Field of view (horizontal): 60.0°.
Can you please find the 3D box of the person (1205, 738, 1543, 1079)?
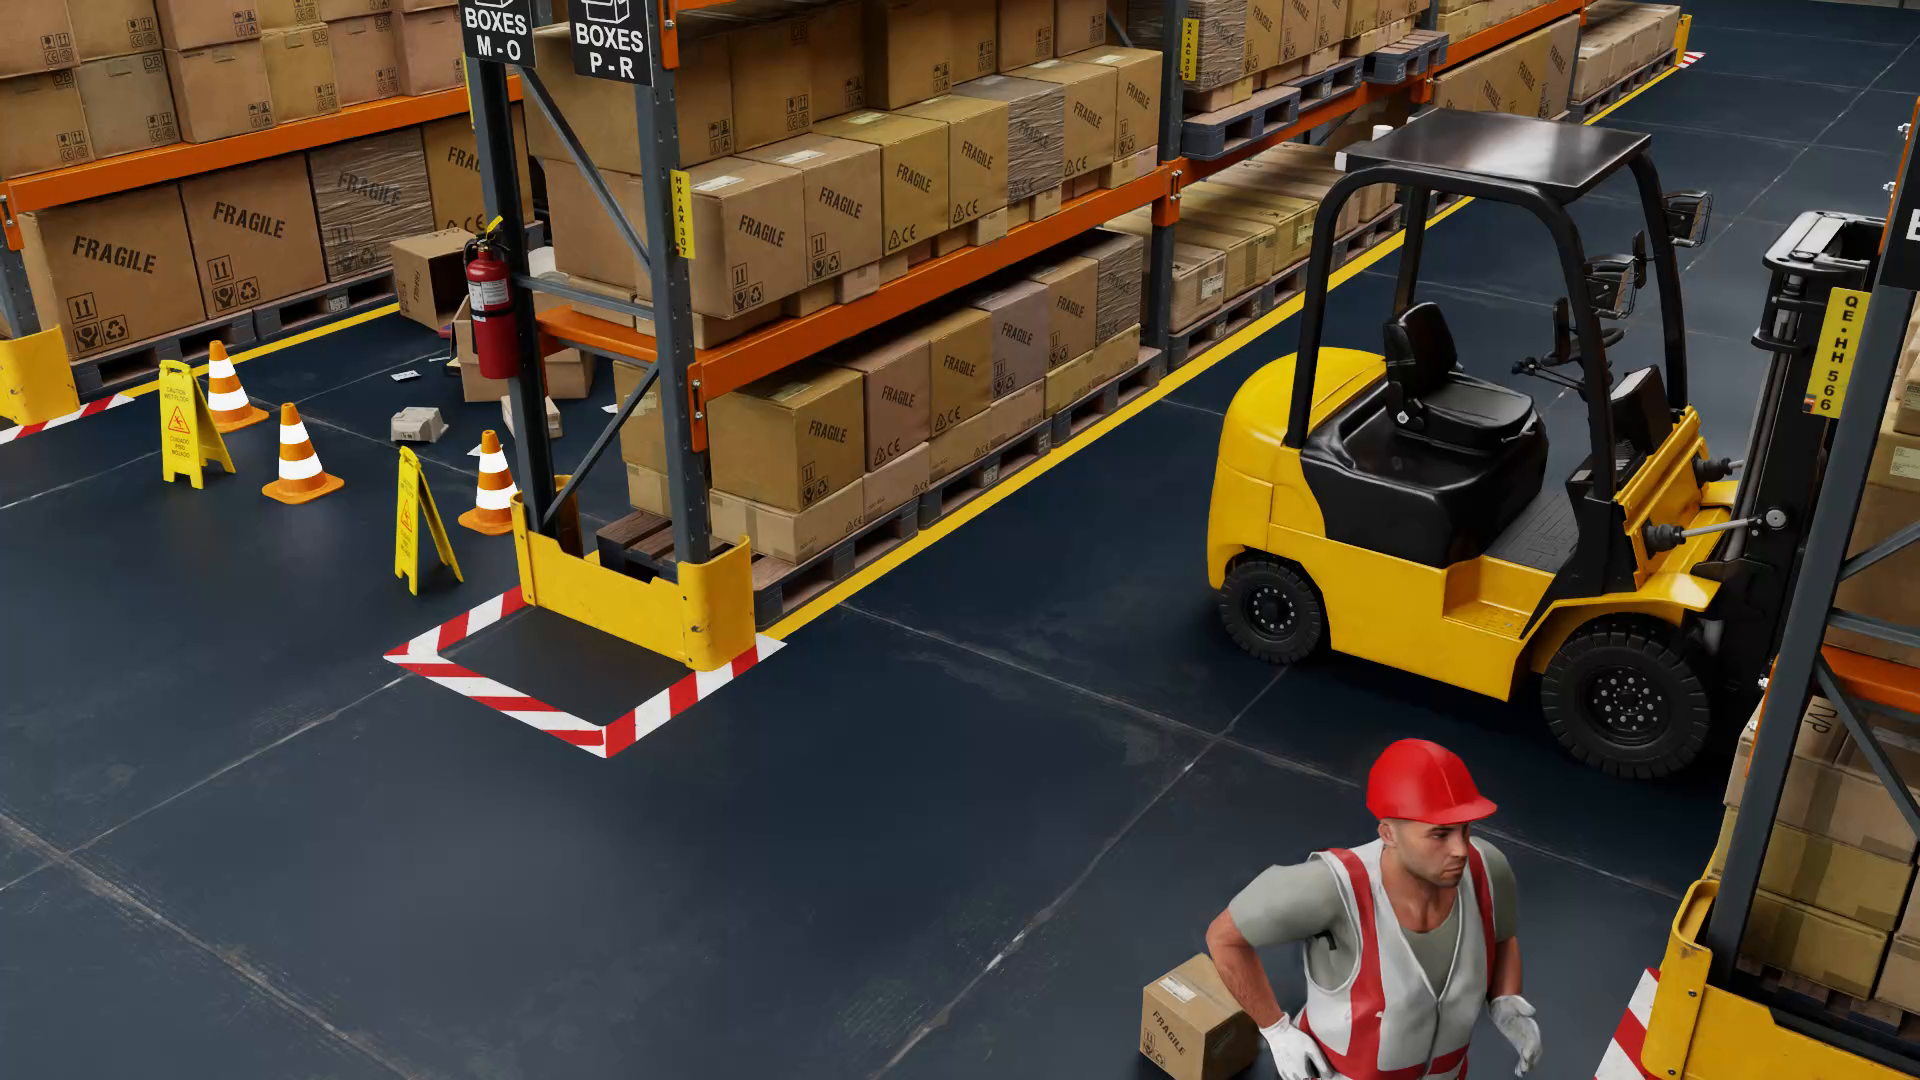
[{"bbox_3d":[0.924,1.219,3.657,0.655,1.830,0.699,-13,29,-23],"label":"person"}]
